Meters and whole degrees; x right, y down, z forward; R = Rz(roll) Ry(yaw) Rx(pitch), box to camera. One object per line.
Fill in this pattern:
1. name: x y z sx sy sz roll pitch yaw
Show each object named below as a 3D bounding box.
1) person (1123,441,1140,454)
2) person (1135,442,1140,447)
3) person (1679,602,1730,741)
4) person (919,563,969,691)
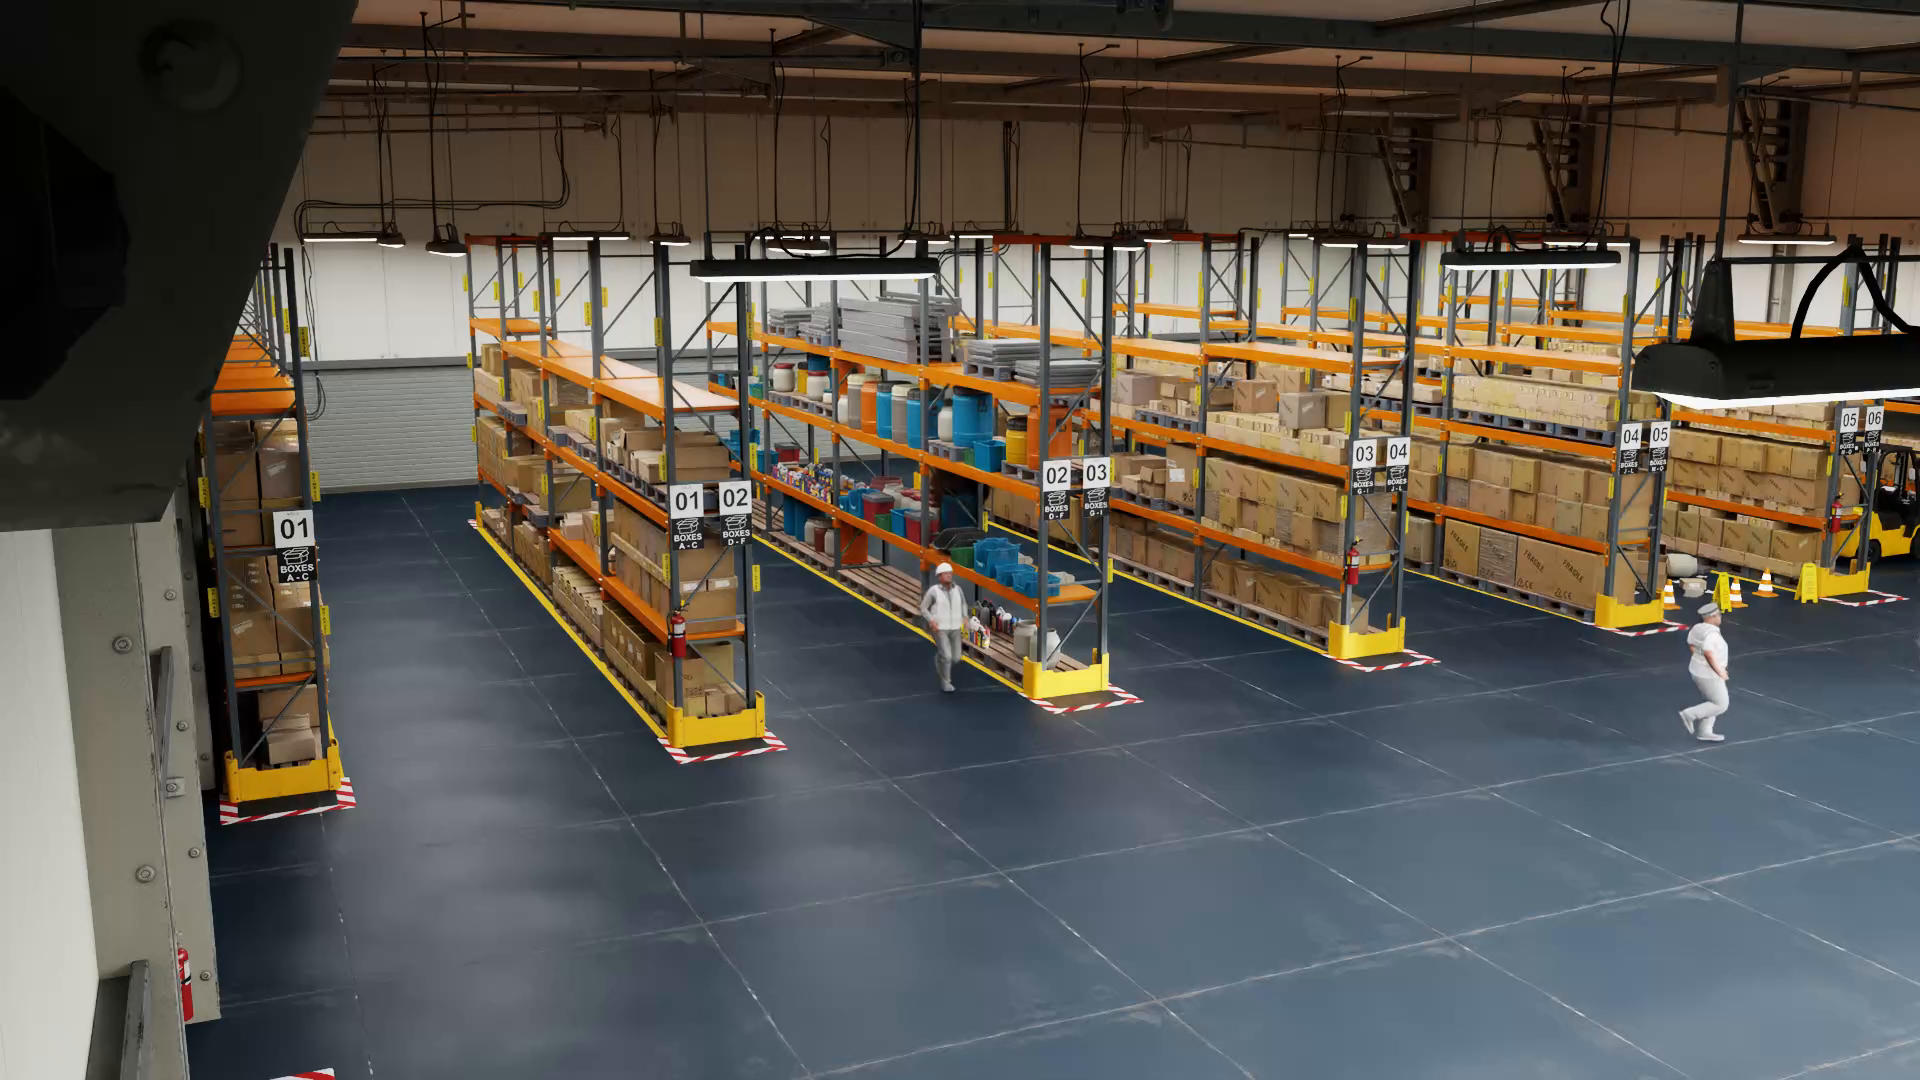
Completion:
1. person: 4.376 -2.532 41.919 0.775 1.614 0.736 2 11 8
2. person: 4.410 -2.522 42.126 0.723 1.542 0.555 -5 12 -22
3. person: 9.078 1.608 20.269 0.619 1.736 0.679 0 11 -1
4. person: -0.216 1.150 22.423 0.695 1.719 0.687 -6 12 -27
